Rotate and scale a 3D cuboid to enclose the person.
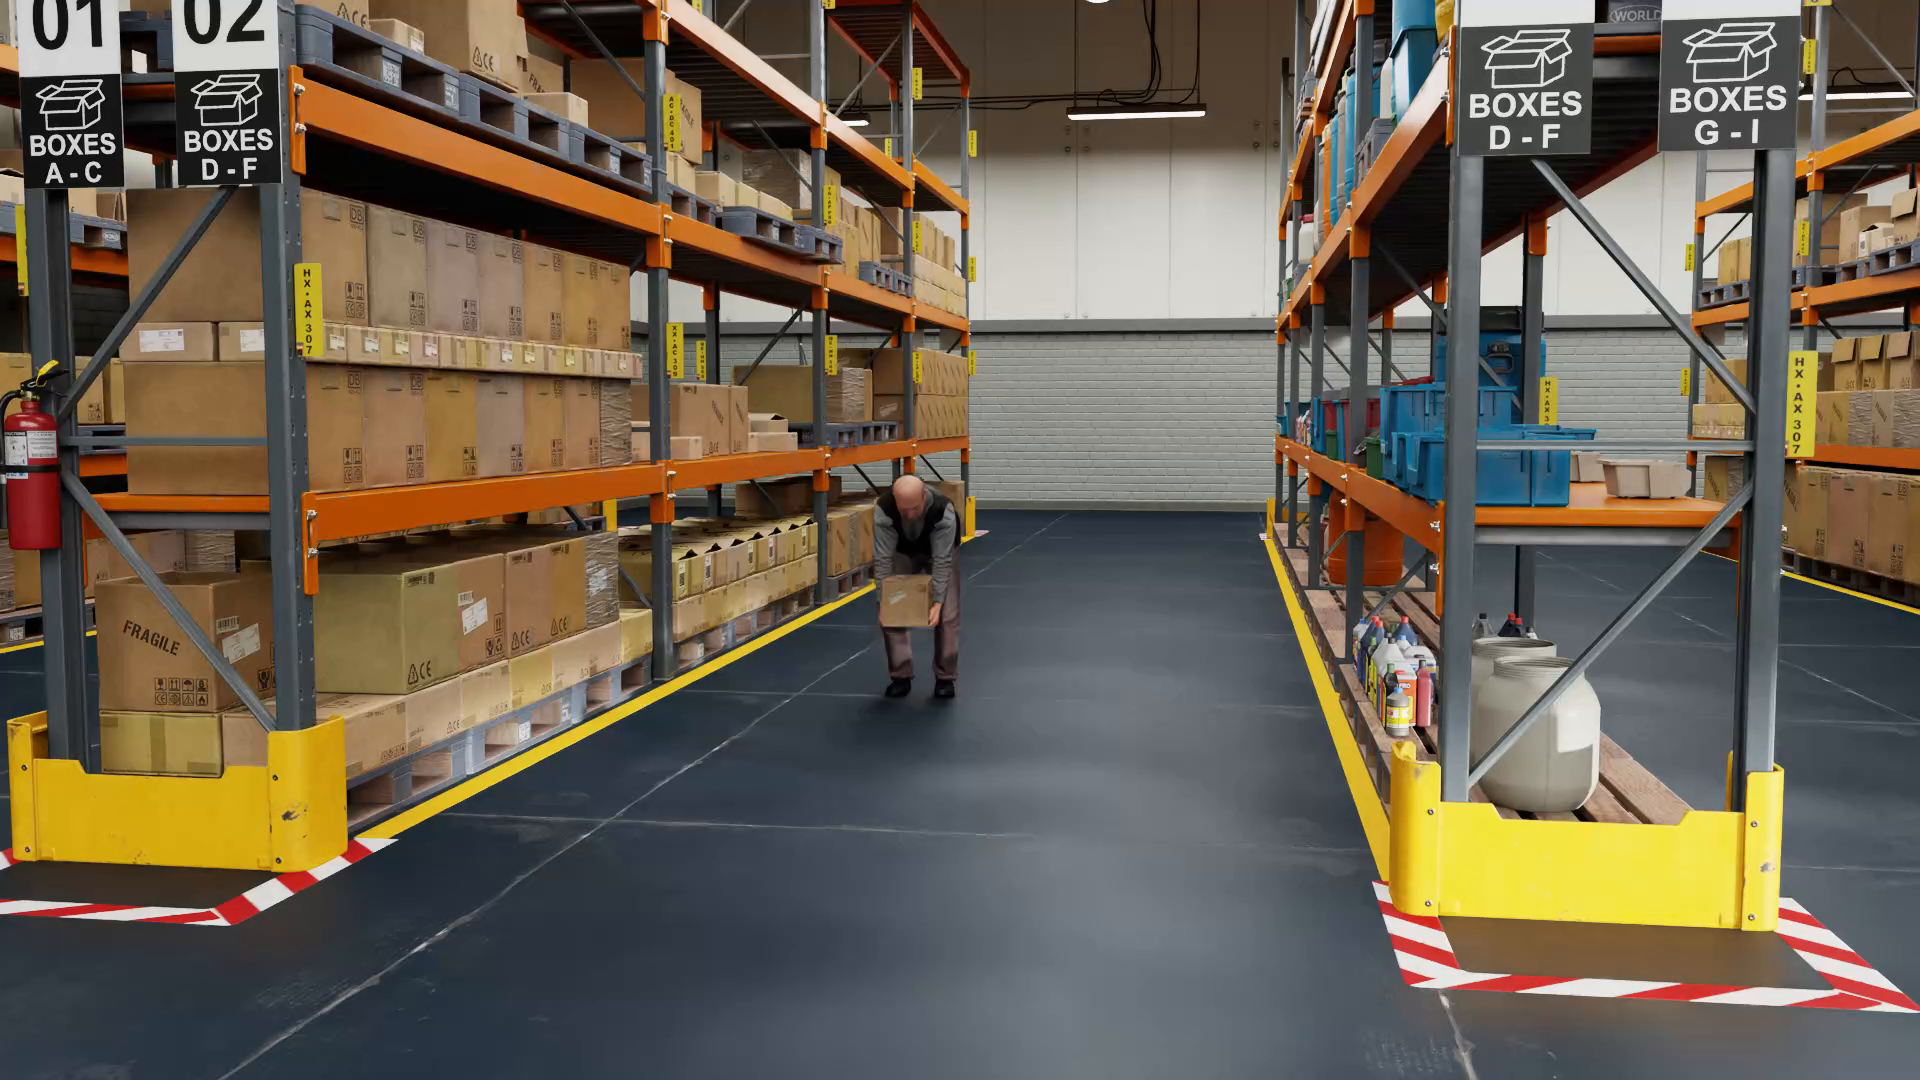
[{"bbox_3d":[-0.224,0.108,9.372,0.472,1.576,0.699,1,4,7],"label":"person"}]
